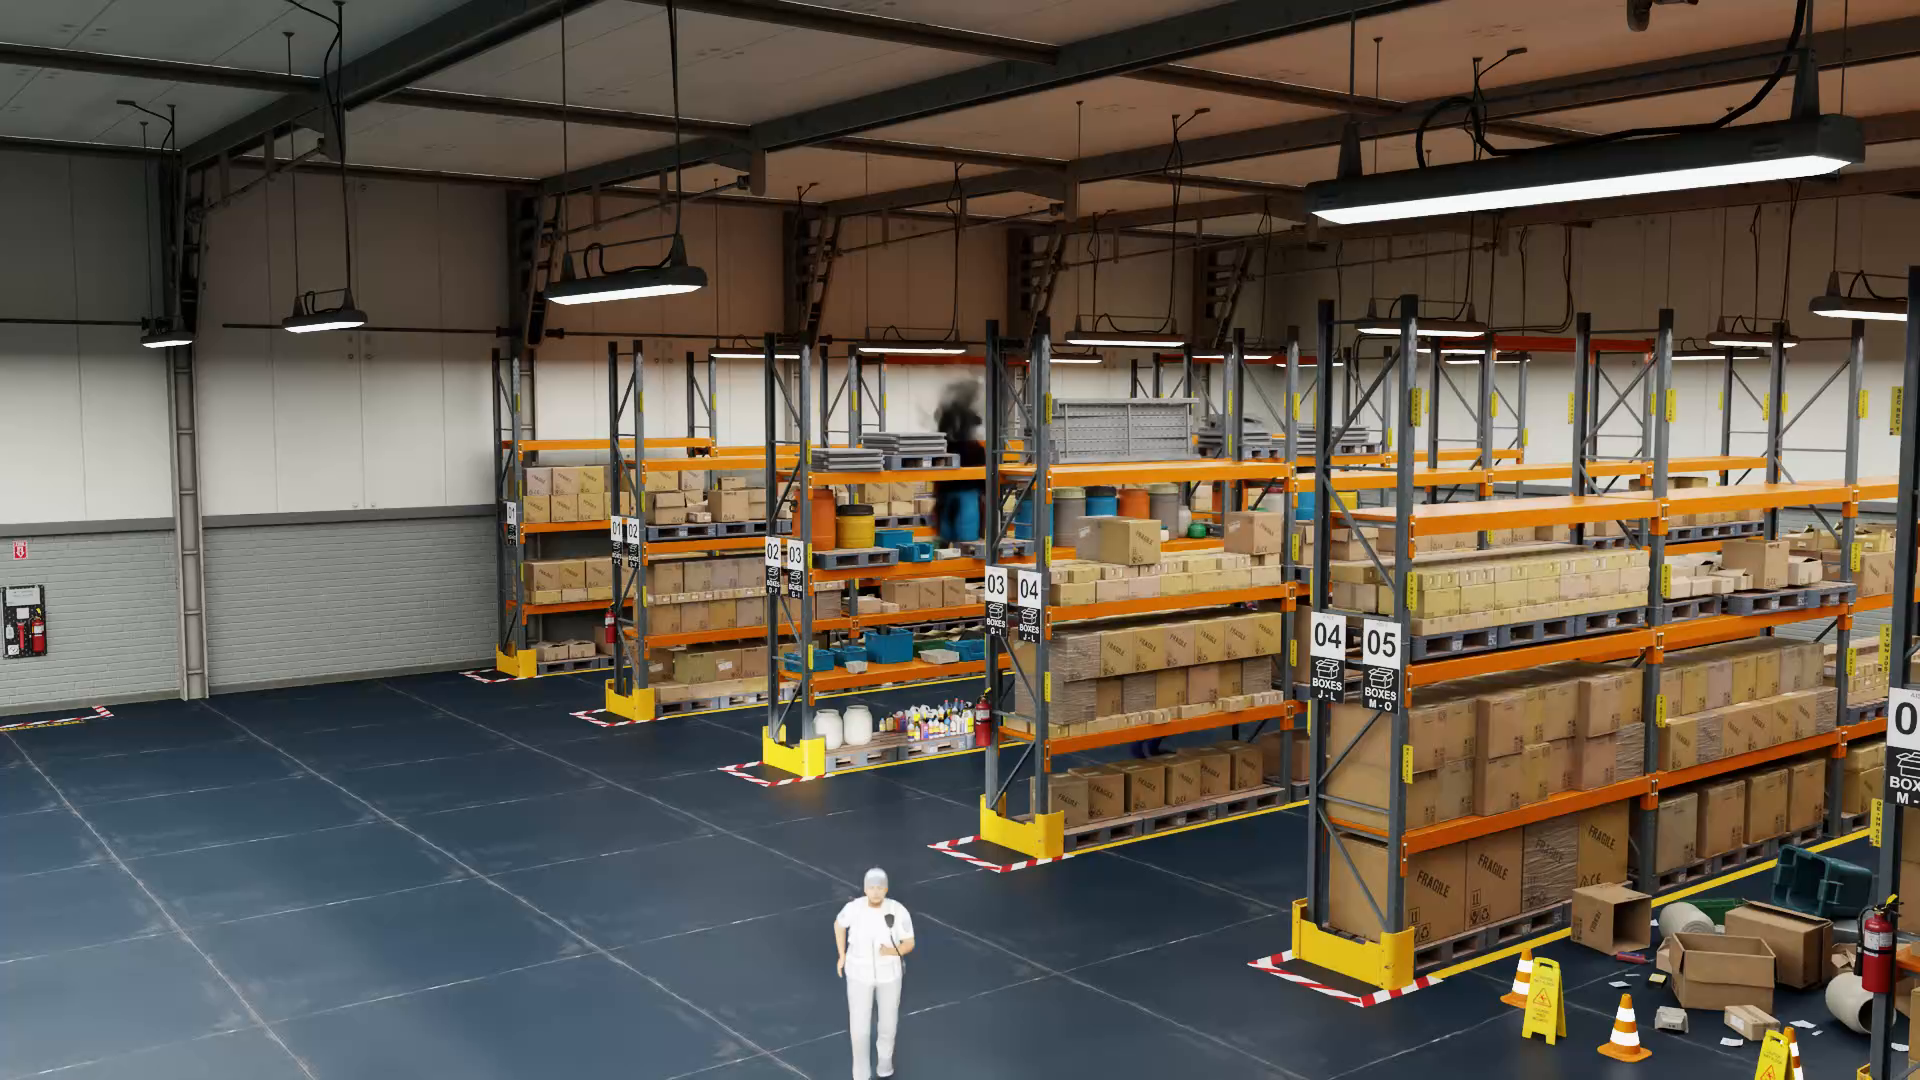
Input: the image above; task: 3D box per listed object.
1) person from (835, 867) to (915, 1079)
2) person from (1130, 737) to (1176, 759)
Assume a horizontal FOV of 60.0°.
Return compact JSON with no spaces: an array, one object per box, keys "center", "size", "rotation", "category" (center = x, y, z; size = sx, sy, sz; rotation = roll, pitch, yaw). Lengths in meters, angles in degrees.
[{"center":[-0.627,3.261,12.274],"size":[0.580,1.727,0.765],"rotation":[-1,5,-6],"category":"person"},{"center":[2.547,2.416,22.200],"size":[0.718,1.603,0.616],"rotation":[-4,7,-40],"category":"person"}]
